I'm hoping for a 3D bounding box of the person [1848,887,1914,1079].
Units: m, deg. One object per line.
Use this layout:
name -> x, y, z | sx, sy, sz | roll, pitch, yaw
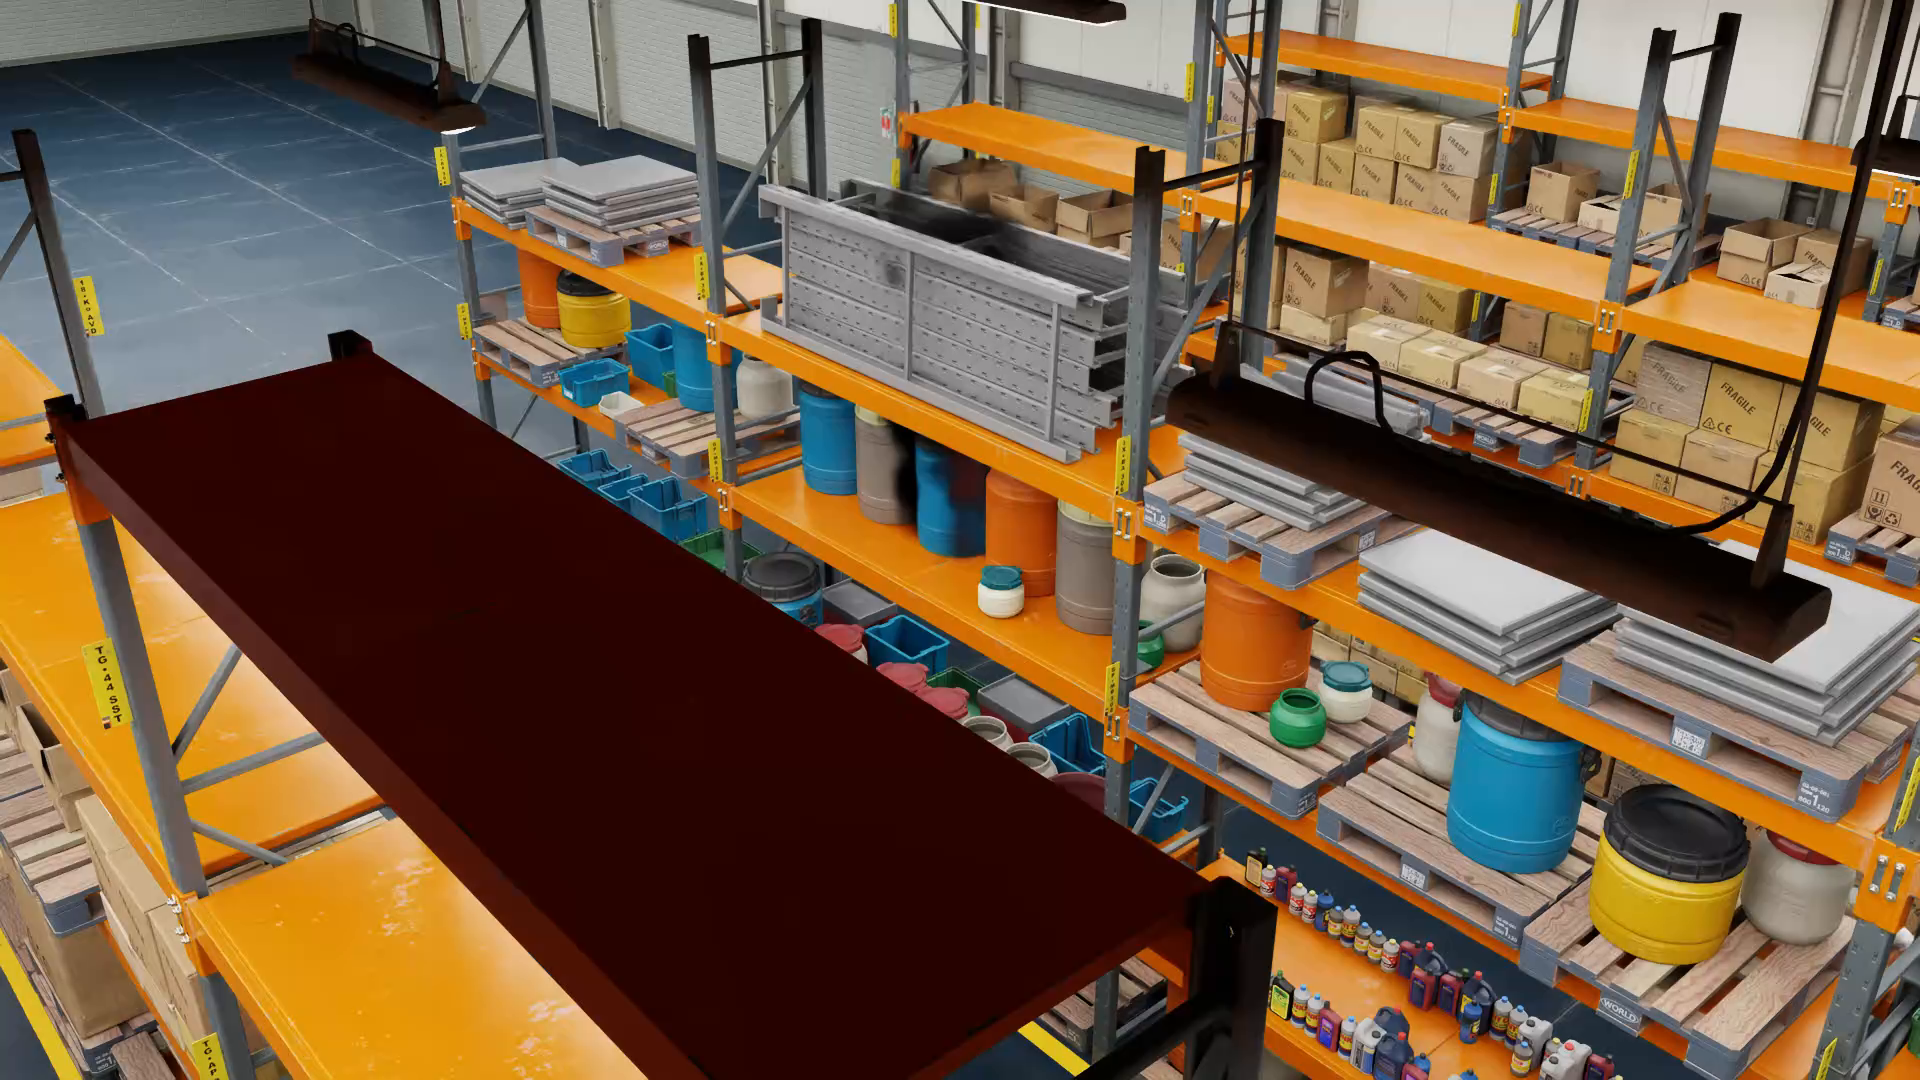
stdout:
person -> 5.444, 2.835, 10.167 | 0.775, 1.726, 0.582 | 20, 33, 34
